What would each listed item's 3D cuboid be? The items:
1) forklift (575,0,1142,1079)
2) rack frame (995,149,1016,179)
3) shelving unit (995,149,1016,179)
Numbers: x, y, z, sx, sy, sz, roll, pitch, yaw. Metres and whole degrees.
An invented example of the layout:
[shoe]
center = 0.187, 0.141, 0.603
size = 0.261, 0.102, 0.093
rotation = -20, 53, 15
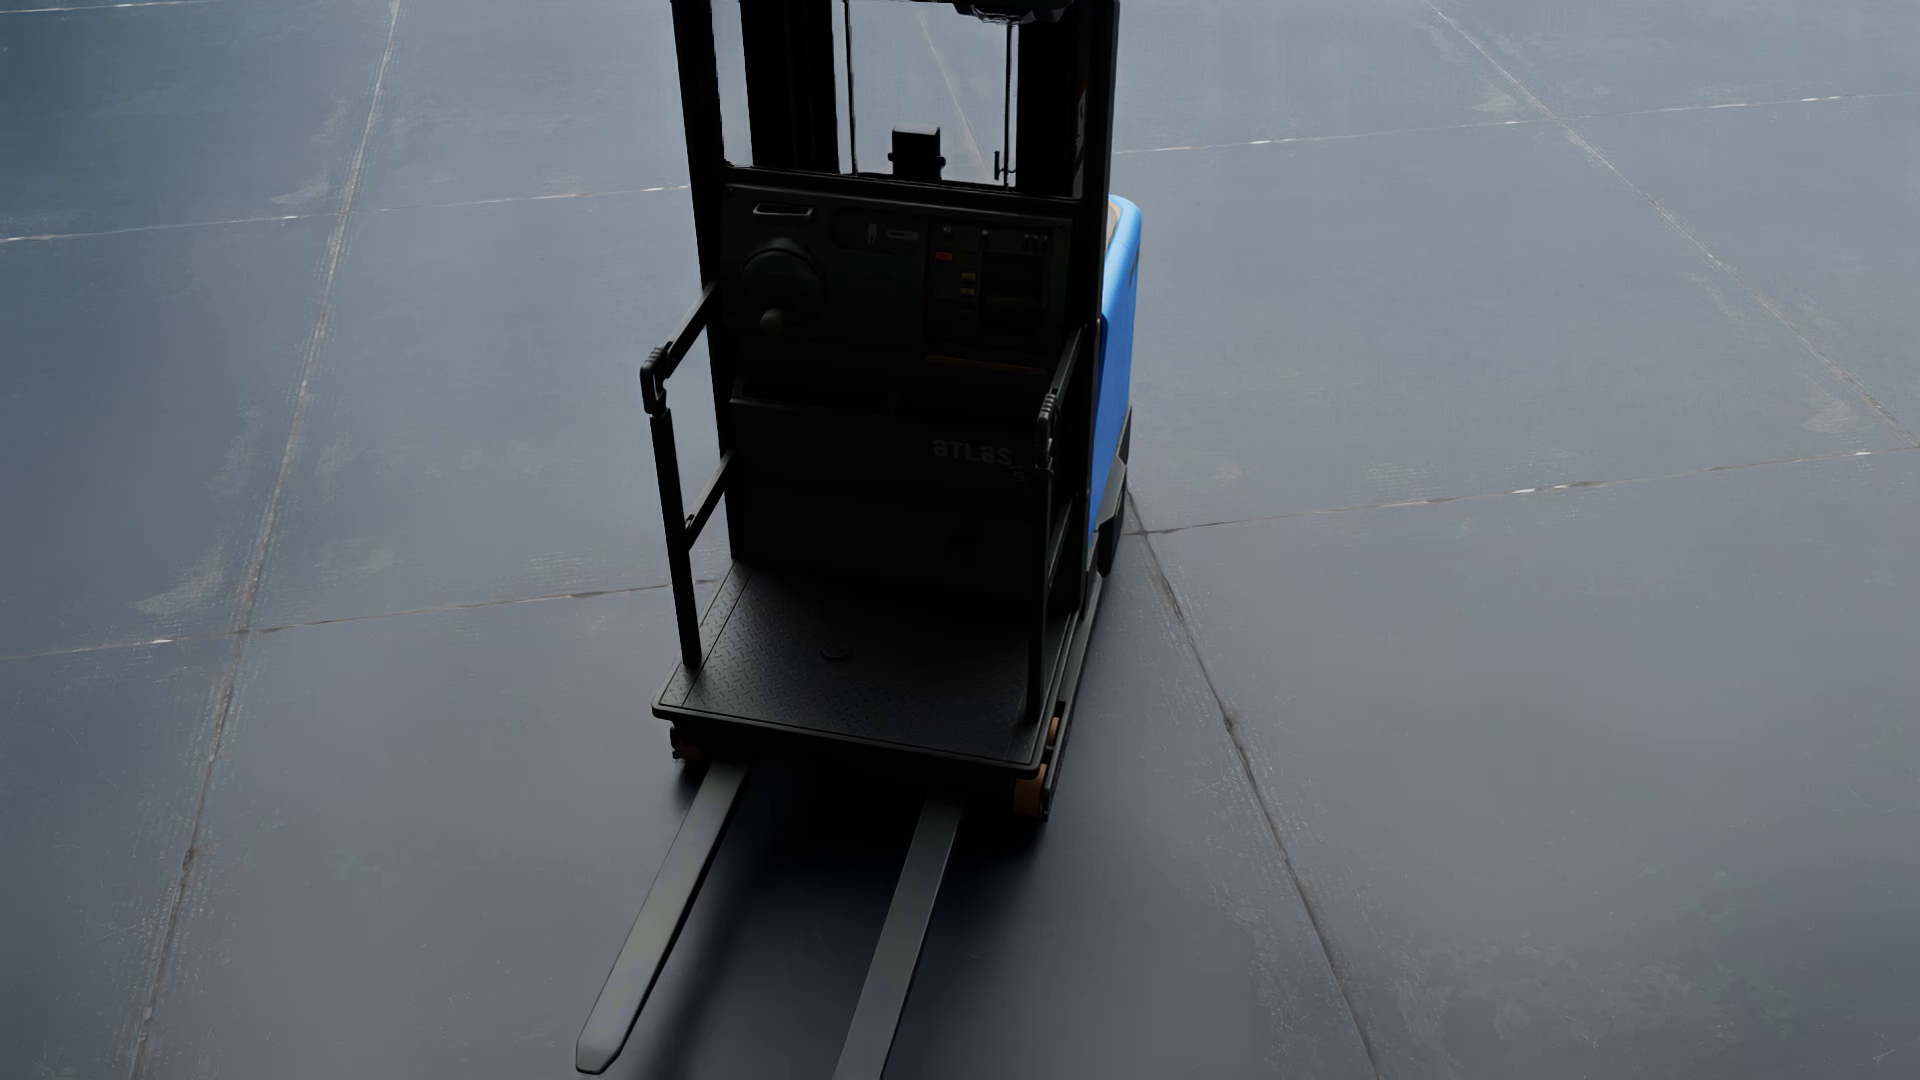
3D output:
[forklift]
center = -0.220, -0.624, 4.164
size = 1.130, 2.935, 3.031
rotation = 8, 39, 10
[rack frame]
center = 0.221, -0.931, 6.093
size = 0.200, 1.050, 0.008
rotation = 8, 39, 10
[shelving unit]
center = 0.193, -0.858, 5.999
size = 0.215, 1.050, 0.252
rotation = 8, 39, 10
